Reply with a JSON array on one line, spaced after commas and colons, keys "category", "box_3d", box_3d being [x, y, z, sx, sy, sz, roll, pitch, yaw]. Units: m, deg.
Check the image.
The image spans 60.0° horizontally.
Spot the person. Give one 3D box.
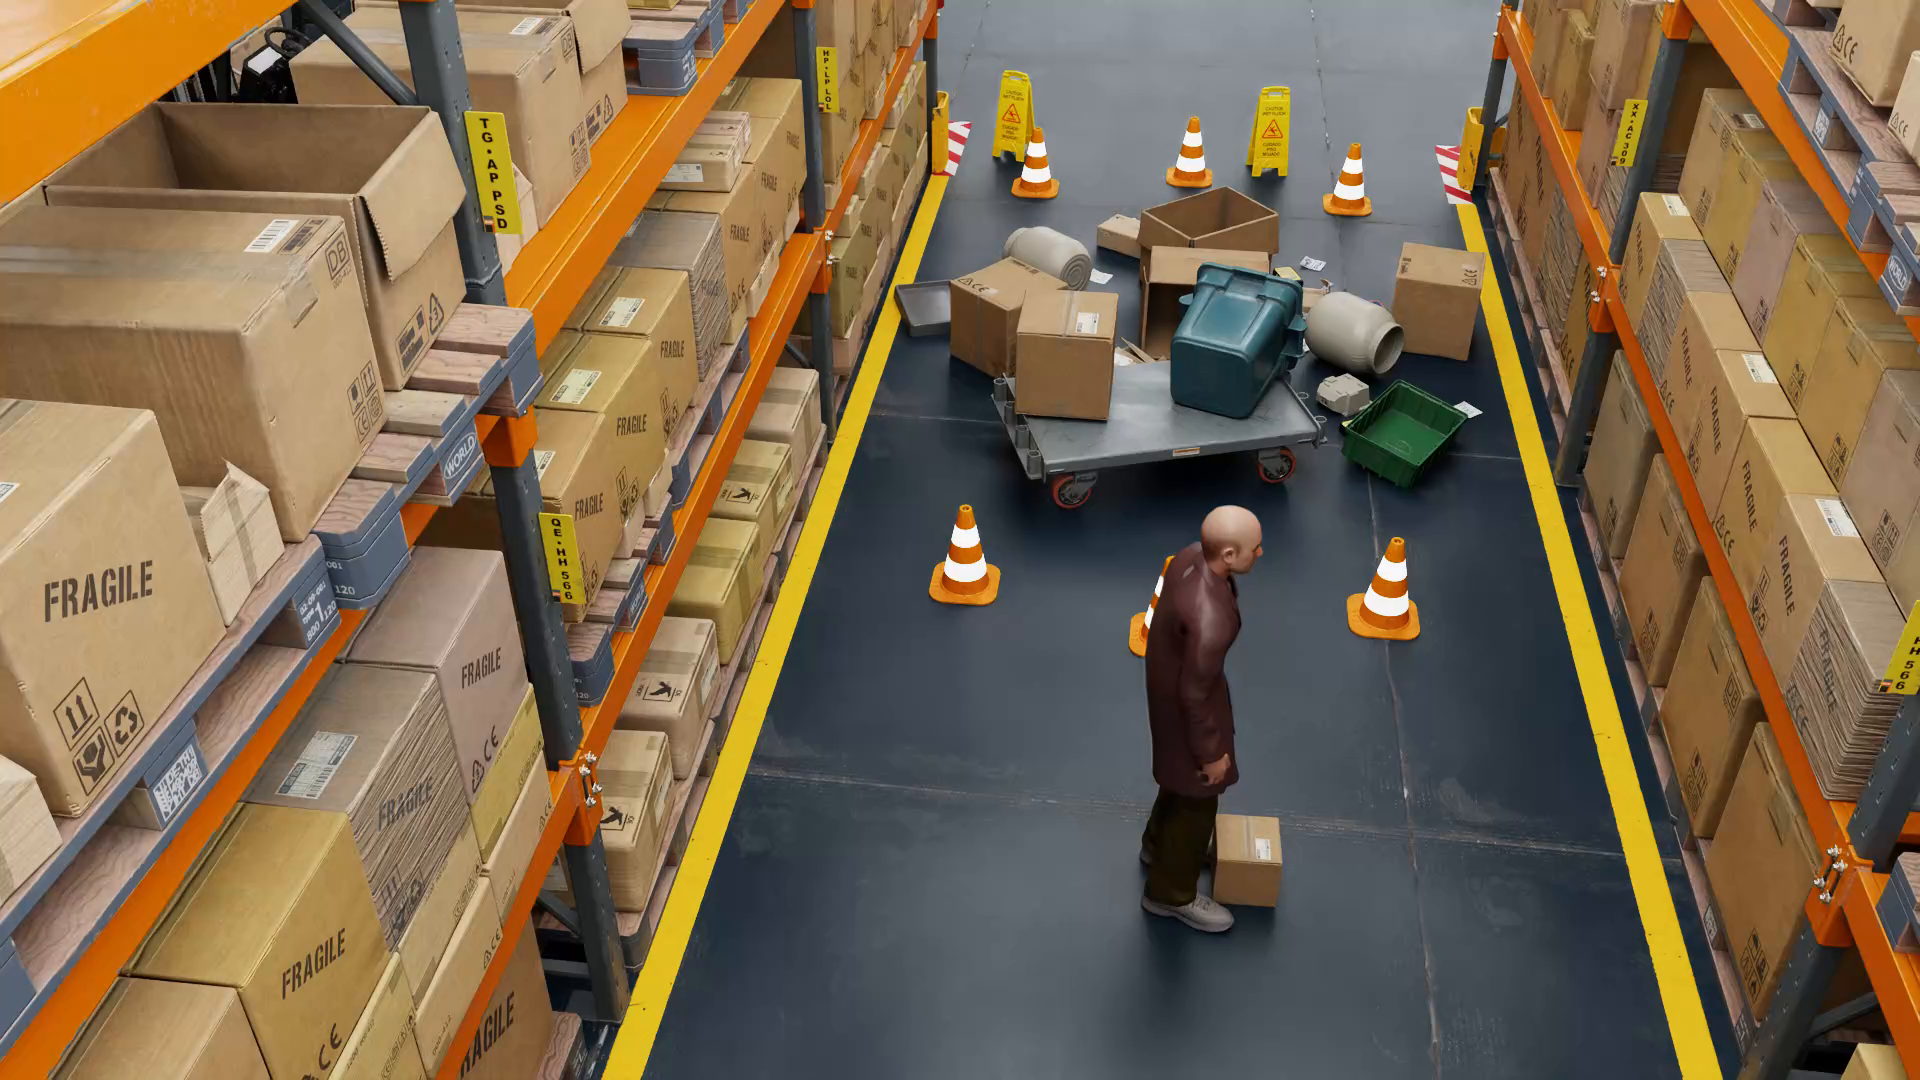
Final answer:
[{"category": "person", "box_3d": [0.885, 0.626, 6.181, 0.418, 1.774, 0.656, 3, 36, 4]}]
